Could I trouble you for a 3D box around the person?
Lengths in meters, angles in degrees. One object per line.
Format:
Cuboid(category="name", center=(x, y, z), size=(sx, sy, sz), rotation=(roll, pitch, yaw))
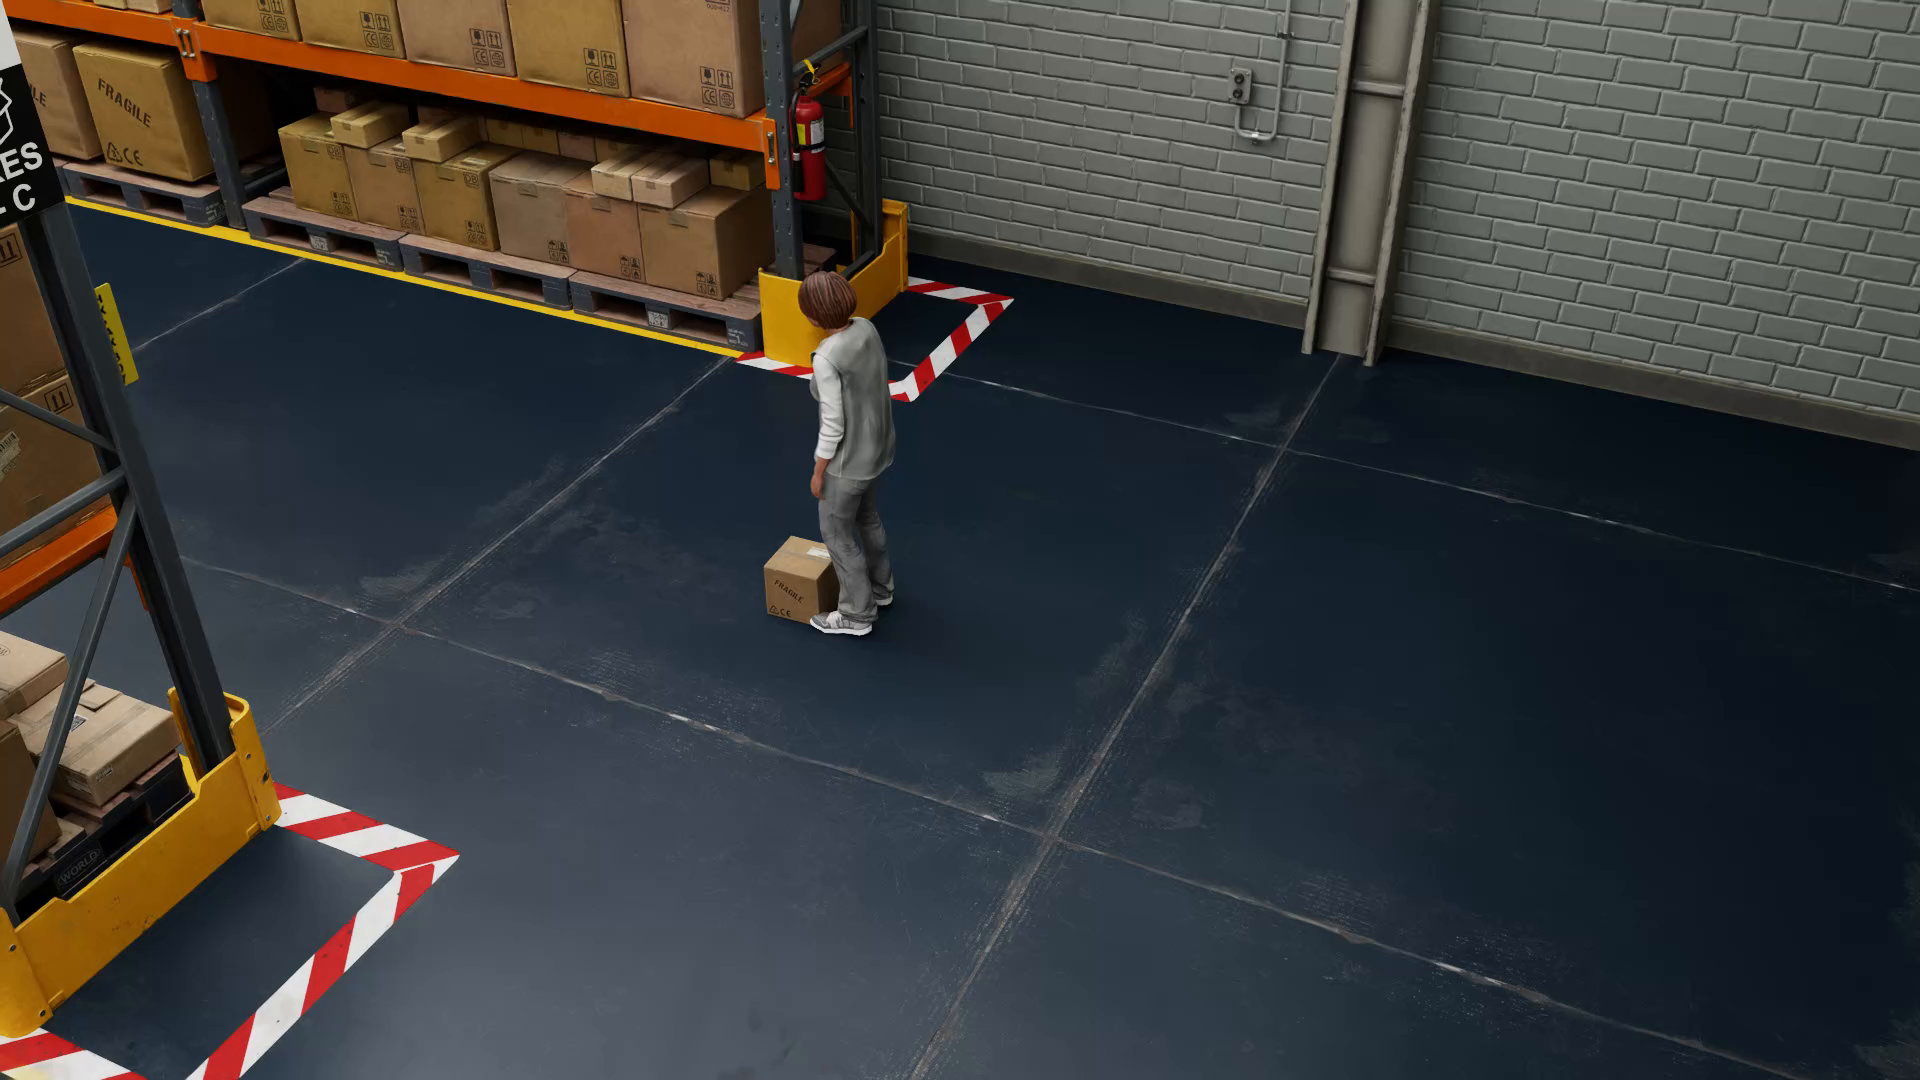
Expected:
Cuboid(category="person", center=(-0.439, -0.330, 6.639), size=(0.343, 1.592, 0.460), rotation=(15, 37, 21))
